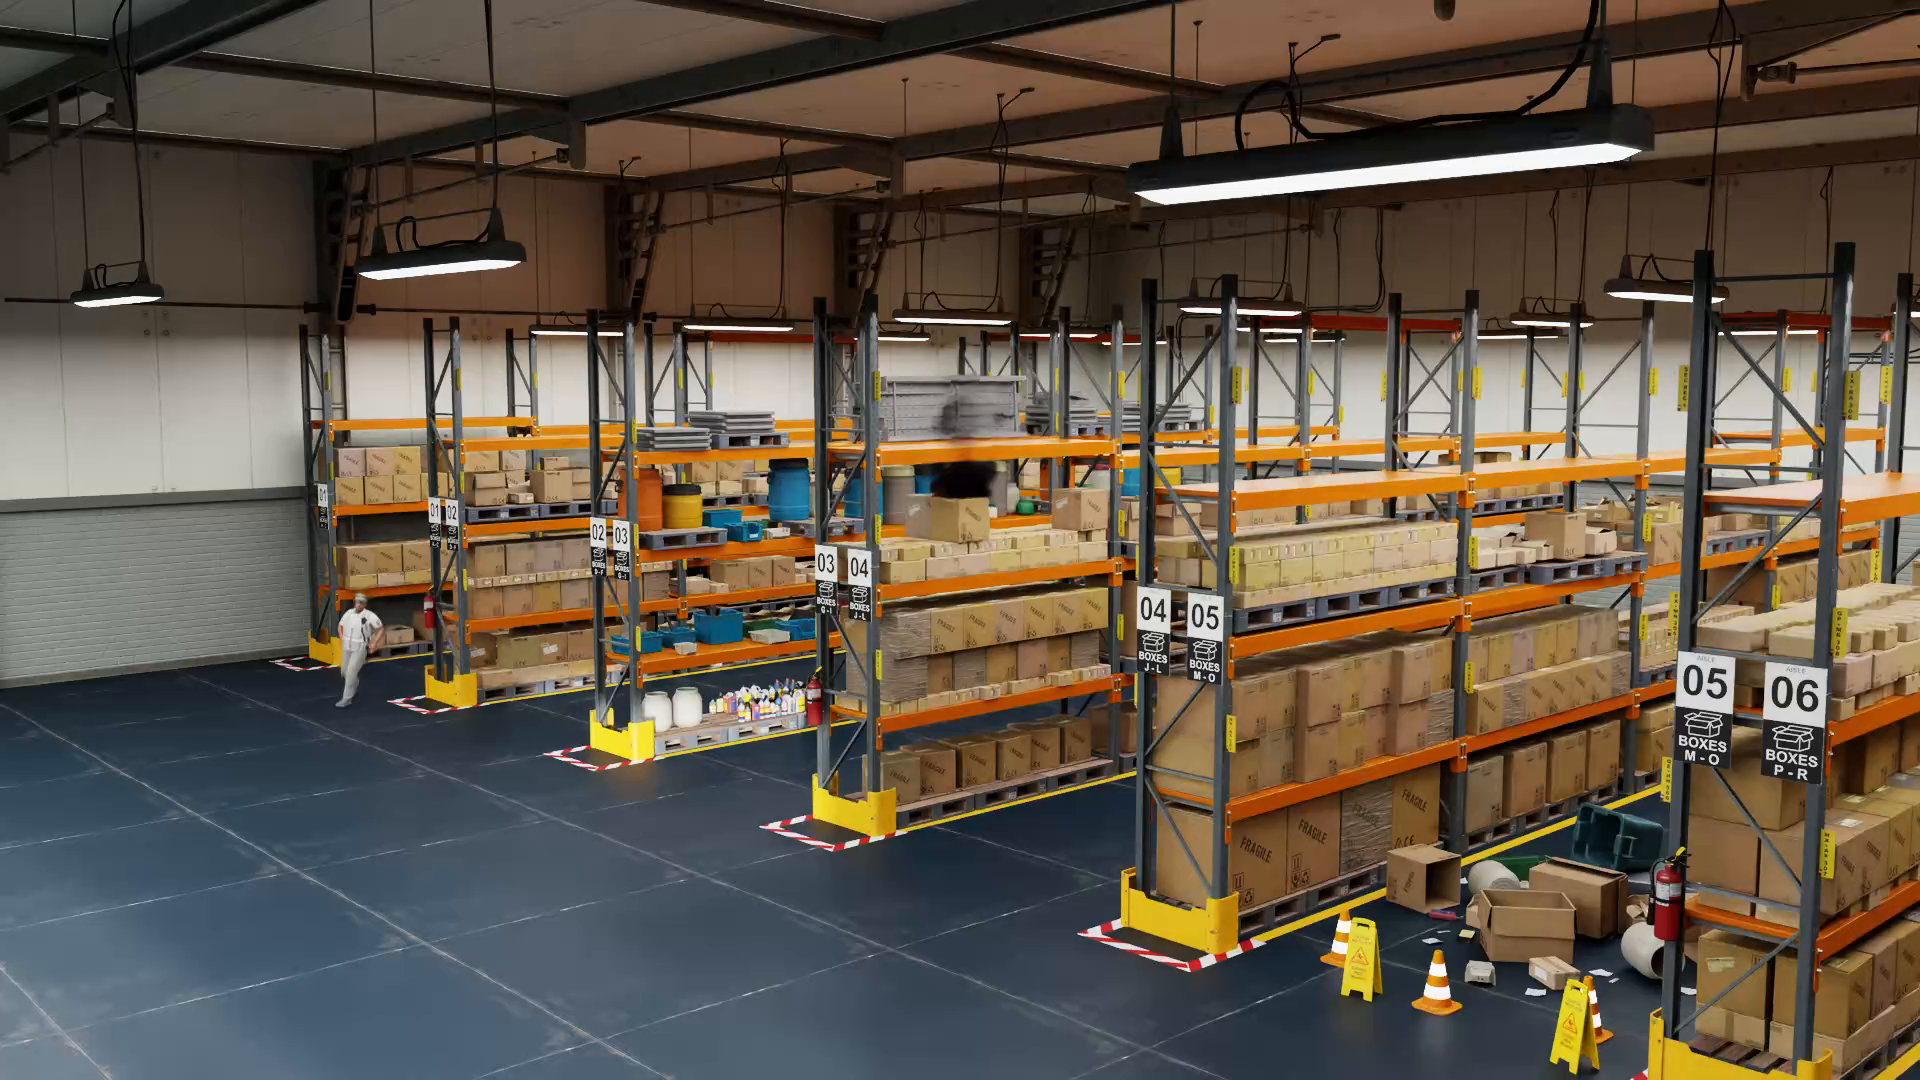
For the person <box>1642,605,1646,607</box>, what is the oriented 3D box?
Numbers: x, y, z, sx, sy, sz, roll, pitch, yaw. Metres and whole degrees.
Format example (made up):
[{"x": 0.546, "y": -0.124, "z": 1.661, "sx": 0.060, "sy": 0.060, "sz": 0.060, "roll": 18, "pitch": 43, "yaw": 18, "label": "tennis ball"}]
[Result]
[{"x": 10.352, "y": 1.788, "z": 25.339, "sx": 0.569, "sy": 1.669, "sz": 0.605, "roll": -5, "pitch": 7, "yaw": -38, "label": "person"}]

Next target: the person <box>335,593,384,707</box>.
[{"x": -9.368, "y": 1.683, "z": 25.932, "sx": 0.742, "sy": 1.747, "sz": 0.832, "roll": 1, "pitch": 6, "yaw": 6, "label": "person"}]
